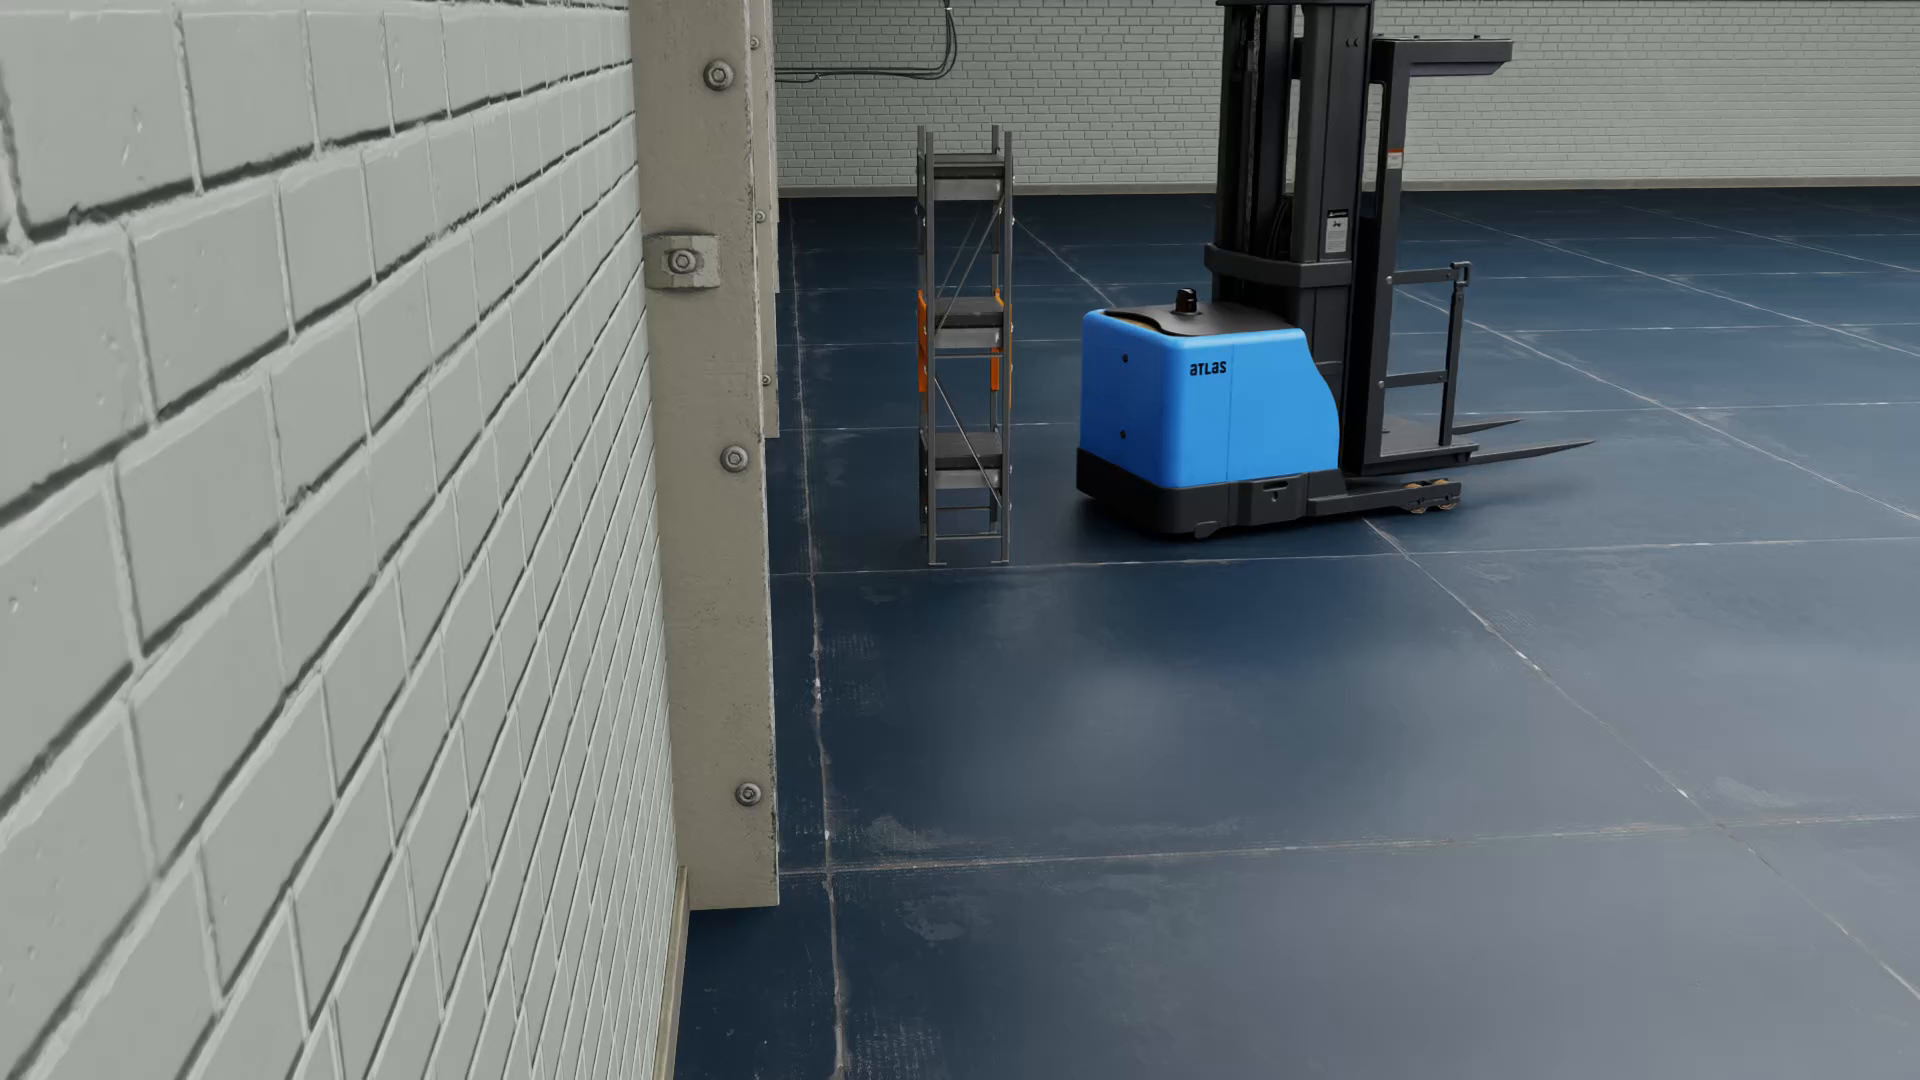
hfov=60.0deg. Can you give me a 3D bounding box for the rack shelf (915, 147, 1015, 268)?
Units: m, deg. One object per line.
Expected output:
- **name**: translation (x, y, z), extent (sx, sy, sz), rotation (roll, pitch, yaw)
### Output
- **rack shelf**: translation (0.017, -1.607, 8.000), extent (0.431, 0.518, 0.480), rotation (-2, 18, -6)

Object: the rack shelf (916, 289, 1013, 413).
- **rack shelf**: translation (0.017, -0.939, 8.210), extent (0.431, 0.518, 0.480), rotation (-2, 18, -6)

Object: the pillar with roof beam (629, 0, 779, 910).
- **pillar with roof beam**: translation (3.552, -3.359, 4.353), extent (9.100, 9.000, 0.400), rotation (-2, 18, -6)

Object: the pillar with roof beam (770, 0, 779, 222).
- **pillar with roof beam**: translation (1.696, -8.722, 21.435), extent (9.100, 9.000, 0.400), rotation (-2, 18, -6)

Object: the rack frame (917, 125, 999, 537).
- **rack frame**: translation (-0.008, -1.025, 8.437), extent (0.400, 2.100, 0.015), rotation (-2, 18, -6)

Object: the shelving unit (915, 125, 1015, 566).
- **shelving unit**: translation (0.017, -0.952, 8.205), extent (0.431, 2.100, 0.503), rotation (-2, 18, -6)

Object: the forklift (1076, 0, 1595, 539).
- **forklift**: translation (2.219, -1.677, 9.125), extent (3.031, 2.935, 1.130), rotation (-7, 19, -23)

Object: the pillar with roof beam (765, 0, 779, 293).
- **pillar with roof beam**: translation (2.315, -6.934, 15.741), extent (9.100, 9.000, 0.400), rotation (-2, 18, -6)

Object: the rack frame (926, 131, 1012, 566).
- **rack frame**: translation (0.042, -0.880, 7.974), extent (0.400, 2.100, 0.015), rotation (-2, 18, -6)

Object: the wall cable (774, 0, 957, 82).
- **wall cable**: translation (-1.575, -8.026, 24.402), extent (3.097, 2.526, 0.112), rotation (-2, 18, -6)

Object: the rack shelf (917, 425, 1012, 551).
- **rack shelf**: translation (0.017, -0.272, 8.419), extent (0.431, 0.518, 0.480), rotation (-2, 18, -6)

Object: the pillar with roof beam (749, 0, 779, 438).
- **pillar with roof beam**: translation (2.934, -5.147, 10.047), extent (9.100, 9.000, 0.400), rotation (-2, 18, -6)
